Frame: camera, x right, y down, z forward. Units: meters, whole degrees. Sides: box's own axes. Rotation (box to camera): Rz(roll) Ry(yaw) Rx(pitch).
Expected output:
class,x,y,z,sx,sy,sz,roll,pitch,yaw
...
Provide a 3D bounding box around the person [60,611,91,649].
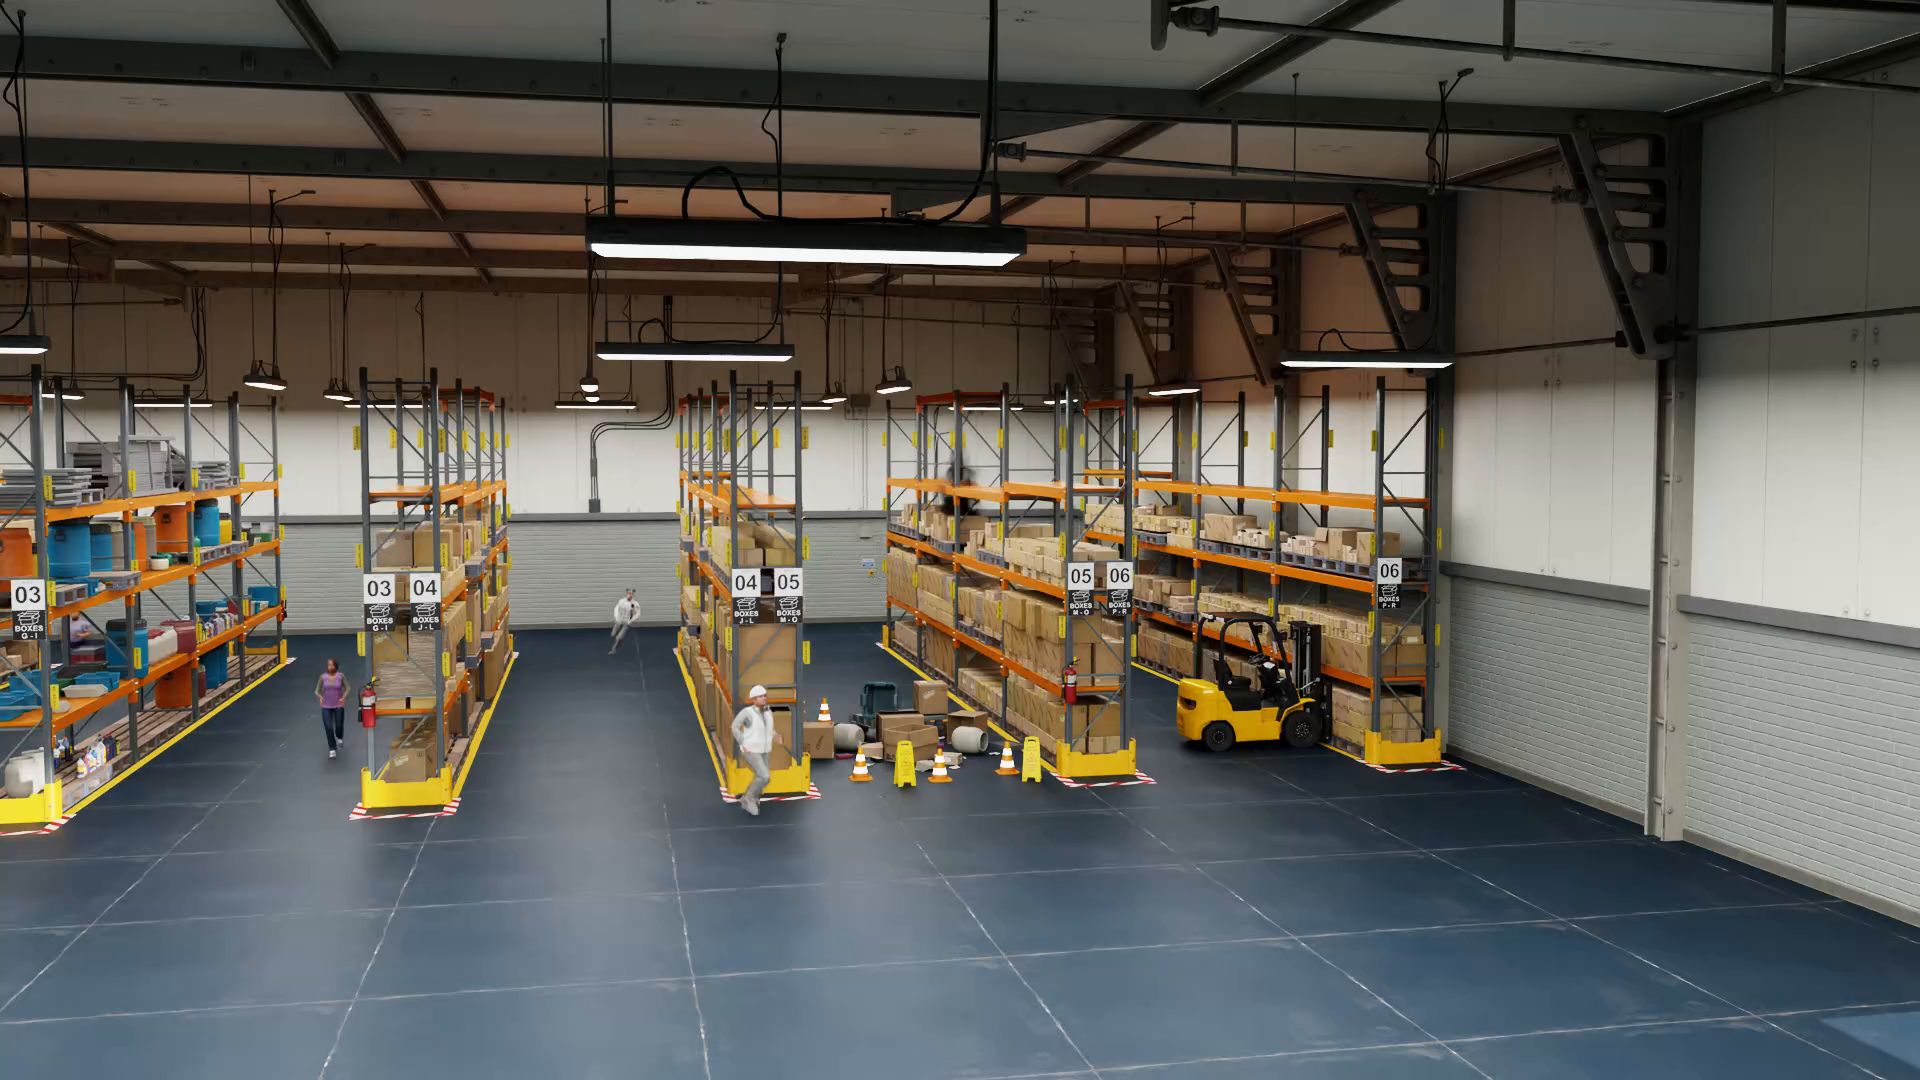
class,x,y,z,sx,sy,sz,roll,pitch,yaw
person,-17.791,2.197,33.455,0.571,1.706,0.823,-2,4,-24

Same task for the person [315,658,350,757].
class,x,y,z,sx,sy,sz,roll,pitch,yaw
person,-9.956,2.655,26.383,0.532,1.550,0.559,-1,4,-17

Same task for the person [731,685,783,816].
class,x,y,z,sx,sy,sz,roll,pitch,yaw
person,-2.702,2.804,22.205,0.733,1.731,0.600,3,4,38

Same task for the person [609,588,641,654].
class,x,y,z,sx,sy,sz,roll,pitch,yaw
person,-7.884,1.900,39.043,0.739,1.563,0.497,1,3,11
